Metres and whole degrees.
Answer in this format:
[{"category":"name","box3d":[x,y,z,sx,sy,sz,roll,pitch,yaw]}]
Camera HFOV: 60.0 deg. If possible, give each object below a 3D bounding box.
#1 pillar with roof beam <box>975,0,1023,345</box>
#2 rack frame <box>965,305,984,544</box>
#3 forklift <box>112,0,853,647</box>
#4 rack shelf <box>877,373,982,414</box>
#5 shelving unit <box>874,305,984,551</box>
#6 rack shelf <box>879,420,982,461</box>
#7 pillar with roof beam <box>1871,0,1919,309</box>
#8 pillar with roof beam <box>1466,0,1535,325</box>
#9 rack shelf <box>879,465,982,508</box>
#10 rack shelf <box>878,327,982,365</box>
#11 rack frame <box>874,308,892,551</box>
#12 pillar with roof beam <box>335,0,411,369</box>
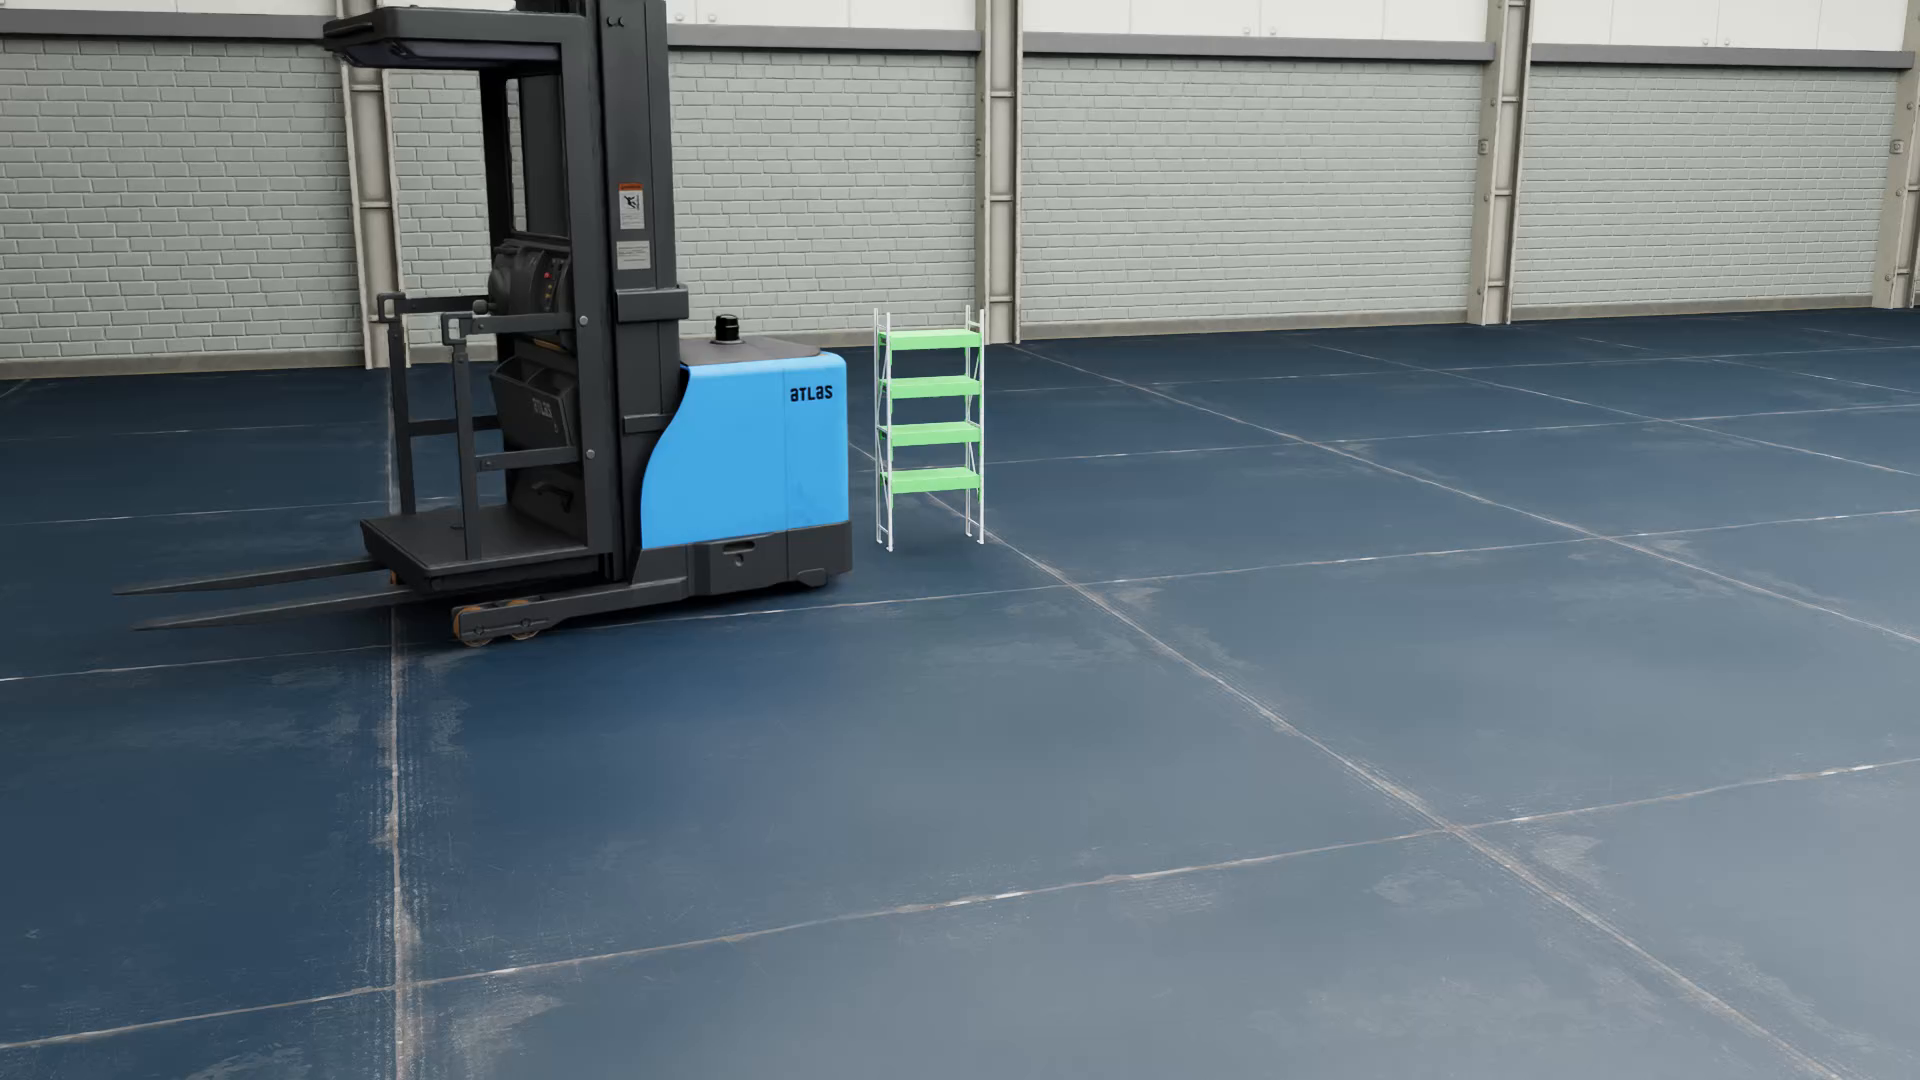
[{"category":"pillar with roof beam","box3d":[1.762,-5.487,12.265,0.400,9.000,9.100,-4,14,-18]},{"category":"rack frame","box3d":[0.074,-0.590,8.528,0.015,1.200,0.240,-4,14,-18]},{"category":"forklift","box3d":[-2.020,-1.127,7.047,3.031,2.935,1.130,-8,16,-32]},{"category":"rack shelf","box3d":[-0.157,-0.743,8.412,0.480,0.148,0.258,-4,14,-18]},{"category":"shelving unit","box3d":[-0.157,-0.571,8.453,0.503,1.200,0.258,-4,14,-18]},{"category":"rack shelf","box3d":[-0.157,-0.509,8.467,0.480,0.148,0.258,-4,14,-18]},{"category":"pillar with roof beam","box3d":[13.135,-6.373,15.988,0.400,9.000,9.100,-4,14,-18]},{"category":"pillar with roof beam","box3d":[7.448,-5.930,14.127,0.400,9.000,9.100,-4,14,-18]},{"category":"rack shelf","box3d":[-0.157,-0.276,8.523,0.480,0.148,0.258,-4,14,-18]},{"category":"rack shelf","box3d":[-0.157,-0.976,8.356,0.480,0.148,0.258,-4,14,-18]},{"category":"rack frame","box3d":[-0.388,-0.553,8.377,0.015,1.200,0.240,-4,14,-18]},{"category":"pillar with roof beam","box3d":[-3.925,-5.044,10.403,0.400,9.000,9.100,-4,14,-18]}]
